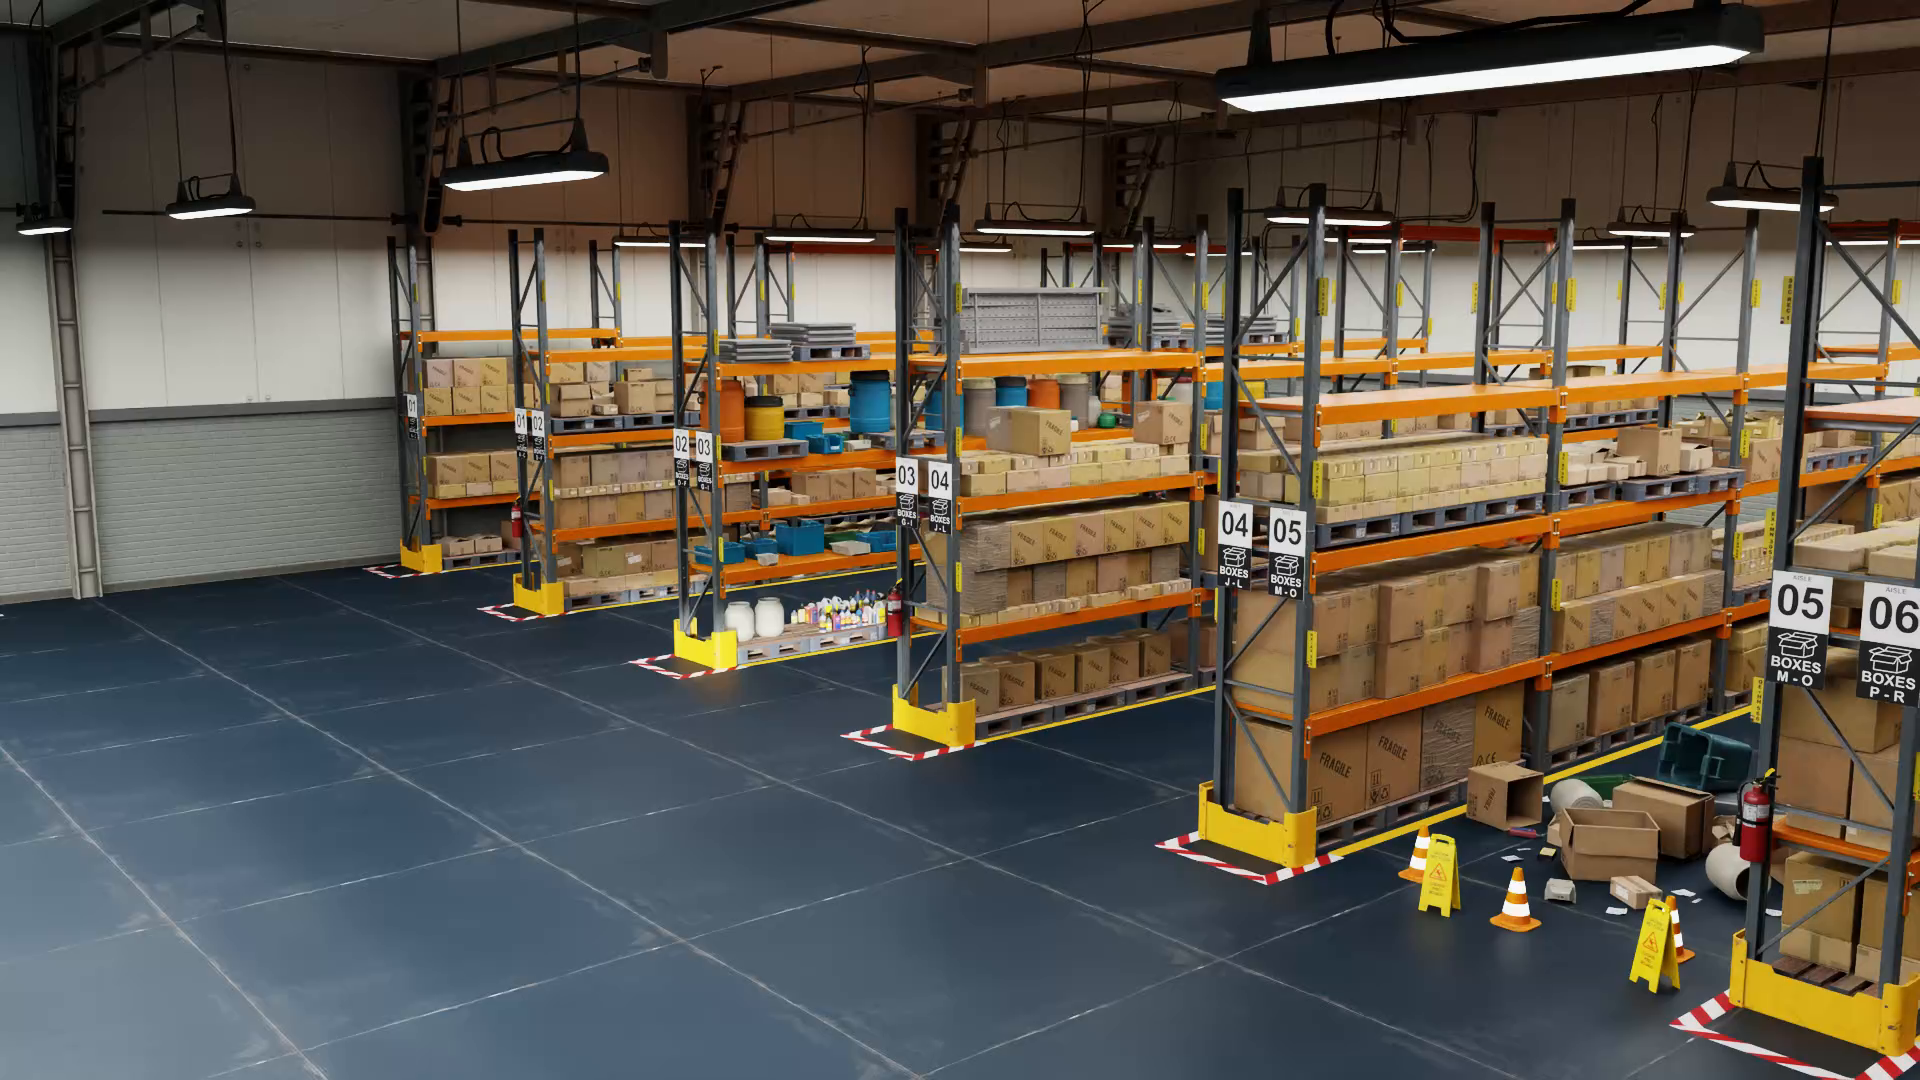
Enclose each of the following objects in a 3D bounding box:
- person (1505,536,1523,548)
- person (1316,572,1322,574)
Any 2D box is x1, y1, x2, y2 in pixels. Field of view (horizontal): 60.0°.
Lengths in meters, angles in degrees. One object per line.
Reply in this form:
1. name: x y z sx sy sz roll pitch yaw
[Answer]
1. person: 7.893 0.734 23.549 0.877 1.807 0.531 -7 11 -38
2. person: 4.397 1.100 21.217 0.524 1.672 0.401 -5 10 -31
